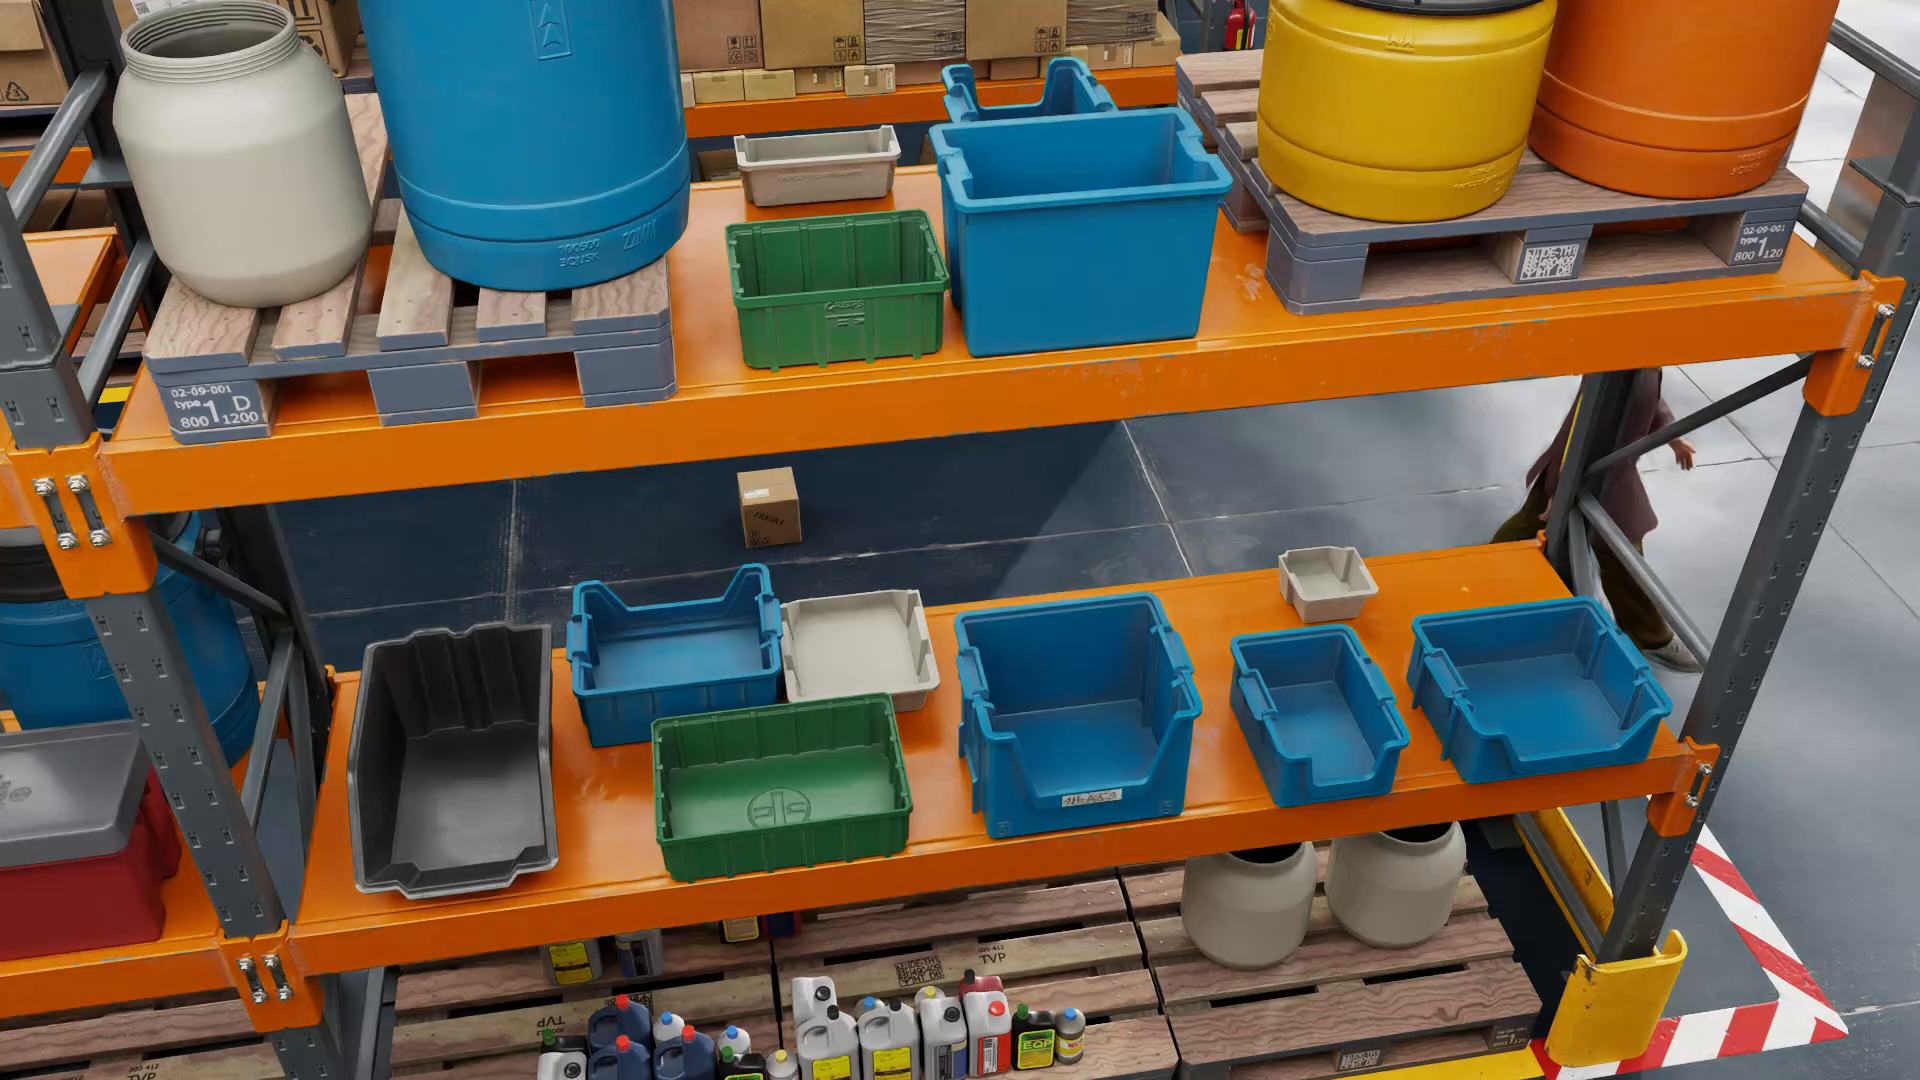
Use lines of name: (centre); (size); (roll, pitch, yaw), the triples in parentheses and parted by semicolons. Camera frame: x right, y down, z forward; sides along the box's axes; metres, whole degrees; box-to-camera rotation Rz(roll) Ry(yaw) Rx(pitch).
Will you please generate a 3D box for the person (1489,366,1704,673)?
person: (2.603, -0.278, 6.487); (1.060, 1.733, 0.585); (10, 39, 12)
